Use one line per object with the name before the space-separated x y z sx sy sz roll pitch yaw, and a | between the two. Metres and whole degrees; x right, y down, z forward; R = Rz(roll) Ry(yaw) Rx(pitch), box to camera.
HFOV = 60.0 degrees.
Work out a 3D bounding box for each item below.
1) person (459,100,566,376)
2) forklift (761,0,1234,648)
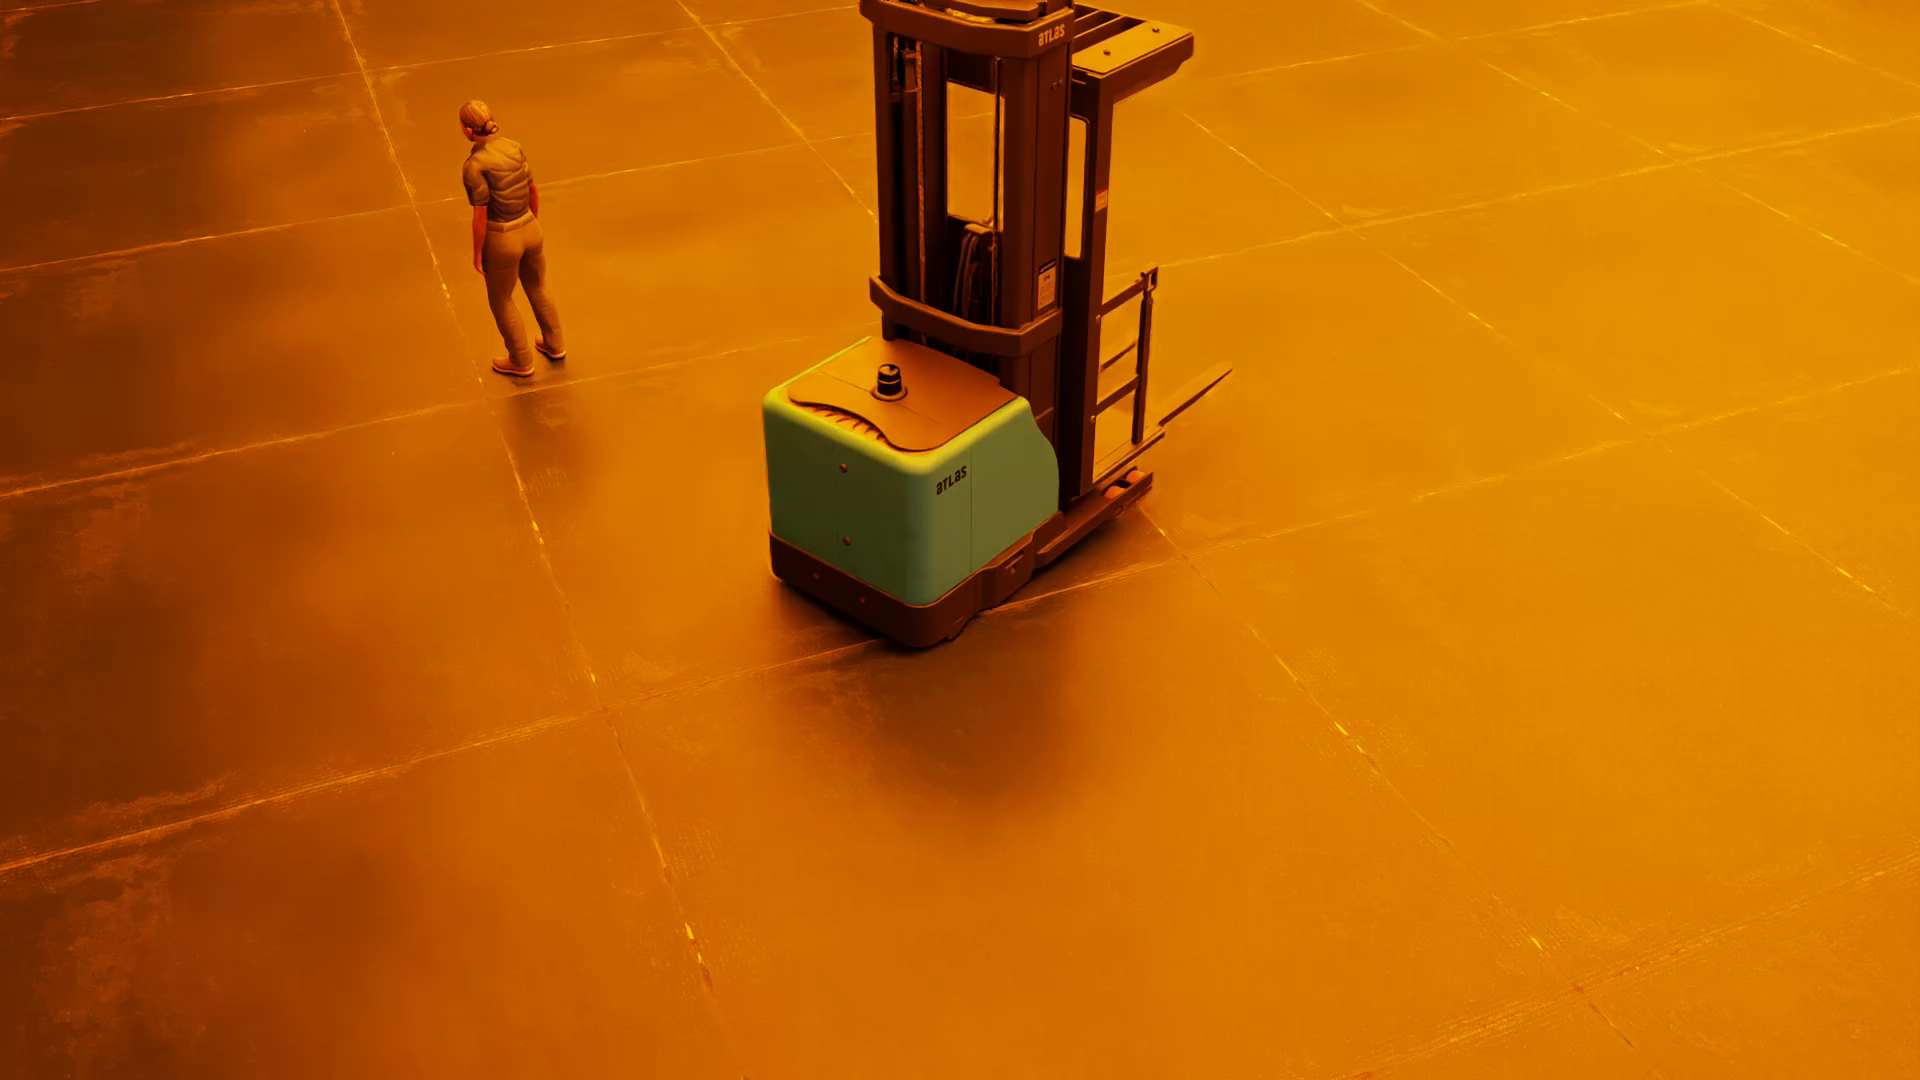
person | -2.620 -1.750 9.663 0.349 1.655 0.532 21 41 27
forklift | 0.379 -1.477 8.176 1.130 2.935 3.031 25 43 31
